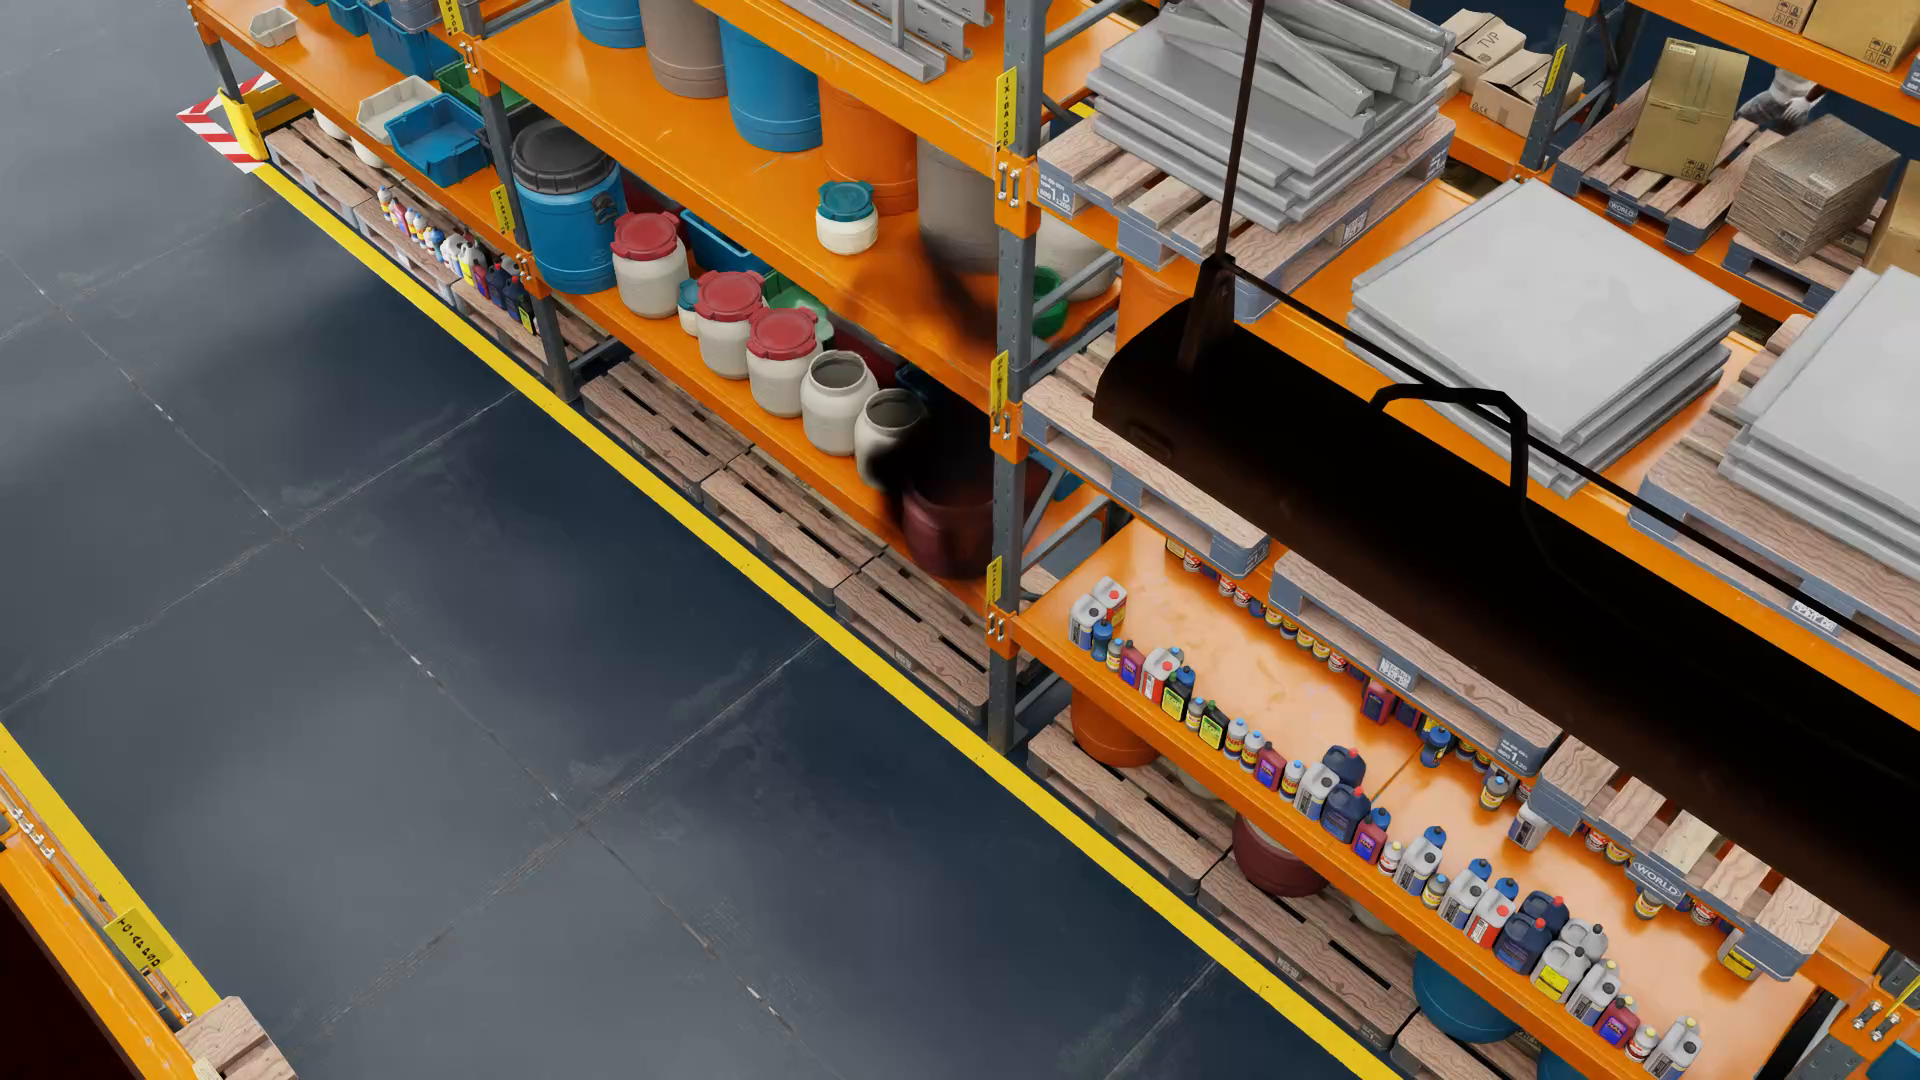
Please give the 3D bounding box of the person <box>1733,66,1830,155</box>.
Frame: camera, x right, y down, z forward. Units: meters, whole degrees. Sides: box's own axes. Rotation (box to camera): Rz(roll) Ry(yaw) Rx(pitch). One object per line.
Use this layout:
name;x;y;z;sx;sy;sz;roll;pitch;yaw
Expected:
person;5.932;-3.208;11.923;0.799;1.784;0.649;37;59;27
